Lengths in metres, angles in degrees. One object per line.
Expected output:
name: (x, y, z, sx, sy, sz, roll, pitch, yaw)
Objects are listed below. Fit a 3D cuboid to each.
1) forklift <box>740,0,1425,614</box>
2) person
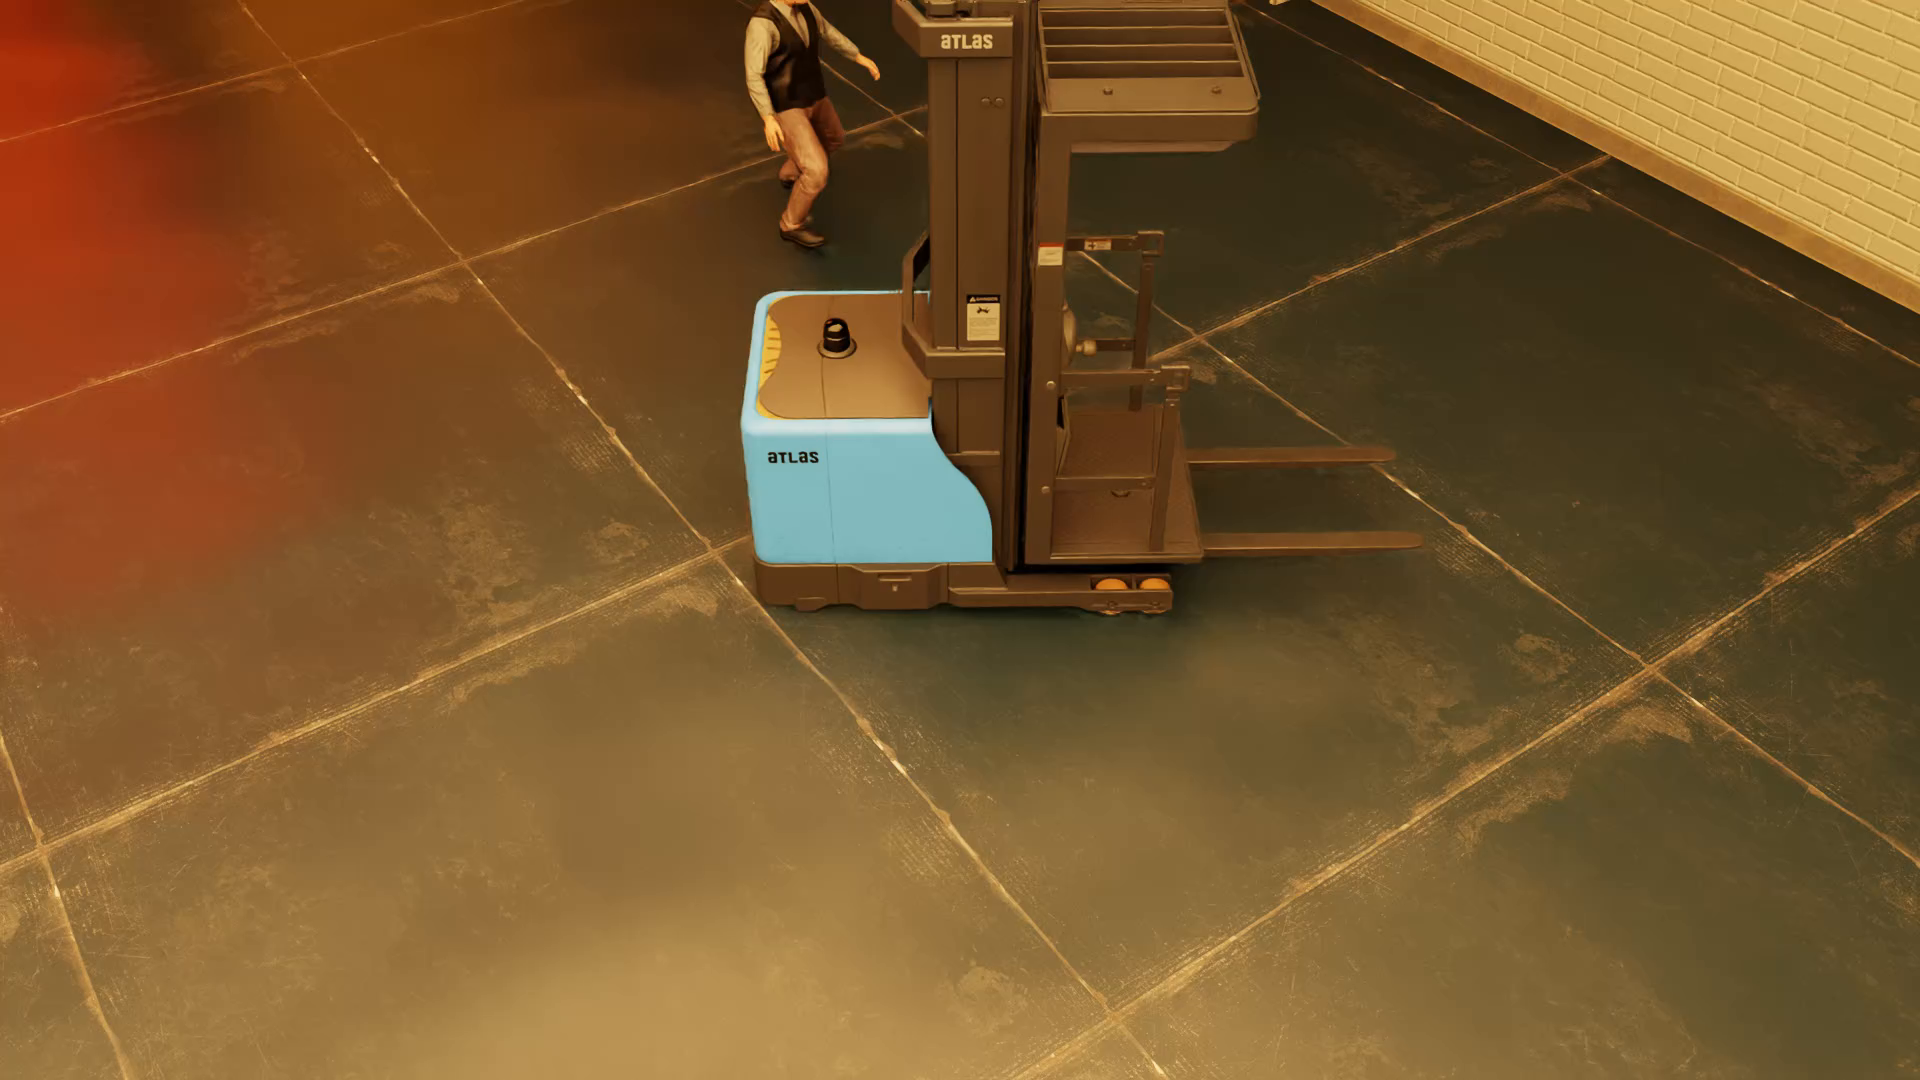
forklift: (0.586, -1.104, 6.913, 3.031, 2.935, 1.130, -1, 43, -1)
person: (-0.889, -2.536, 9.489, 0.696, 1.593, 0.939, 20, 46, 20)
